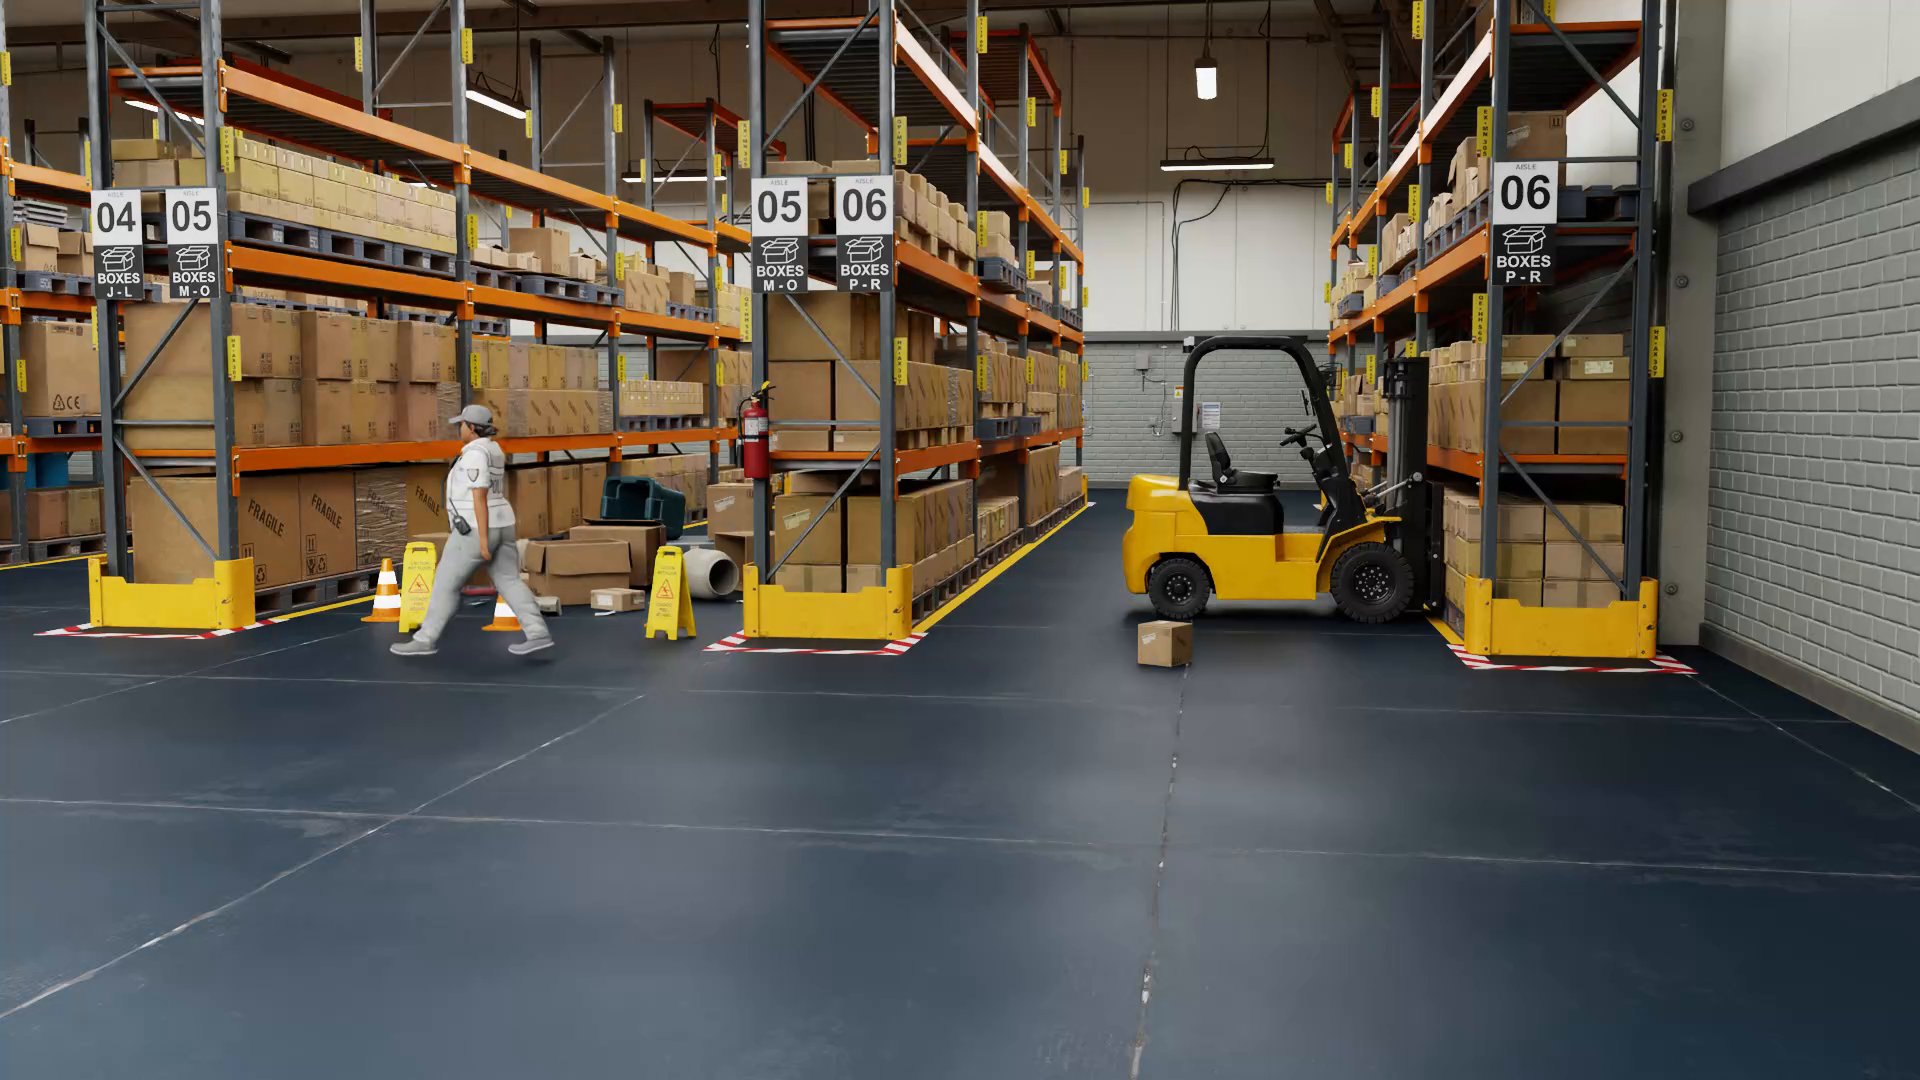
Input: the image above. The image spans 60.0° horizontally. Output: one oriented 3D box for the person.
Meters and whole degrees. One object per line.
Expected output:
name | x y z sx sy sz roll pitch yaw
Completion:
person | -3.106 -0.067 10.624 1.028 1.596 0.496 1 5 11
